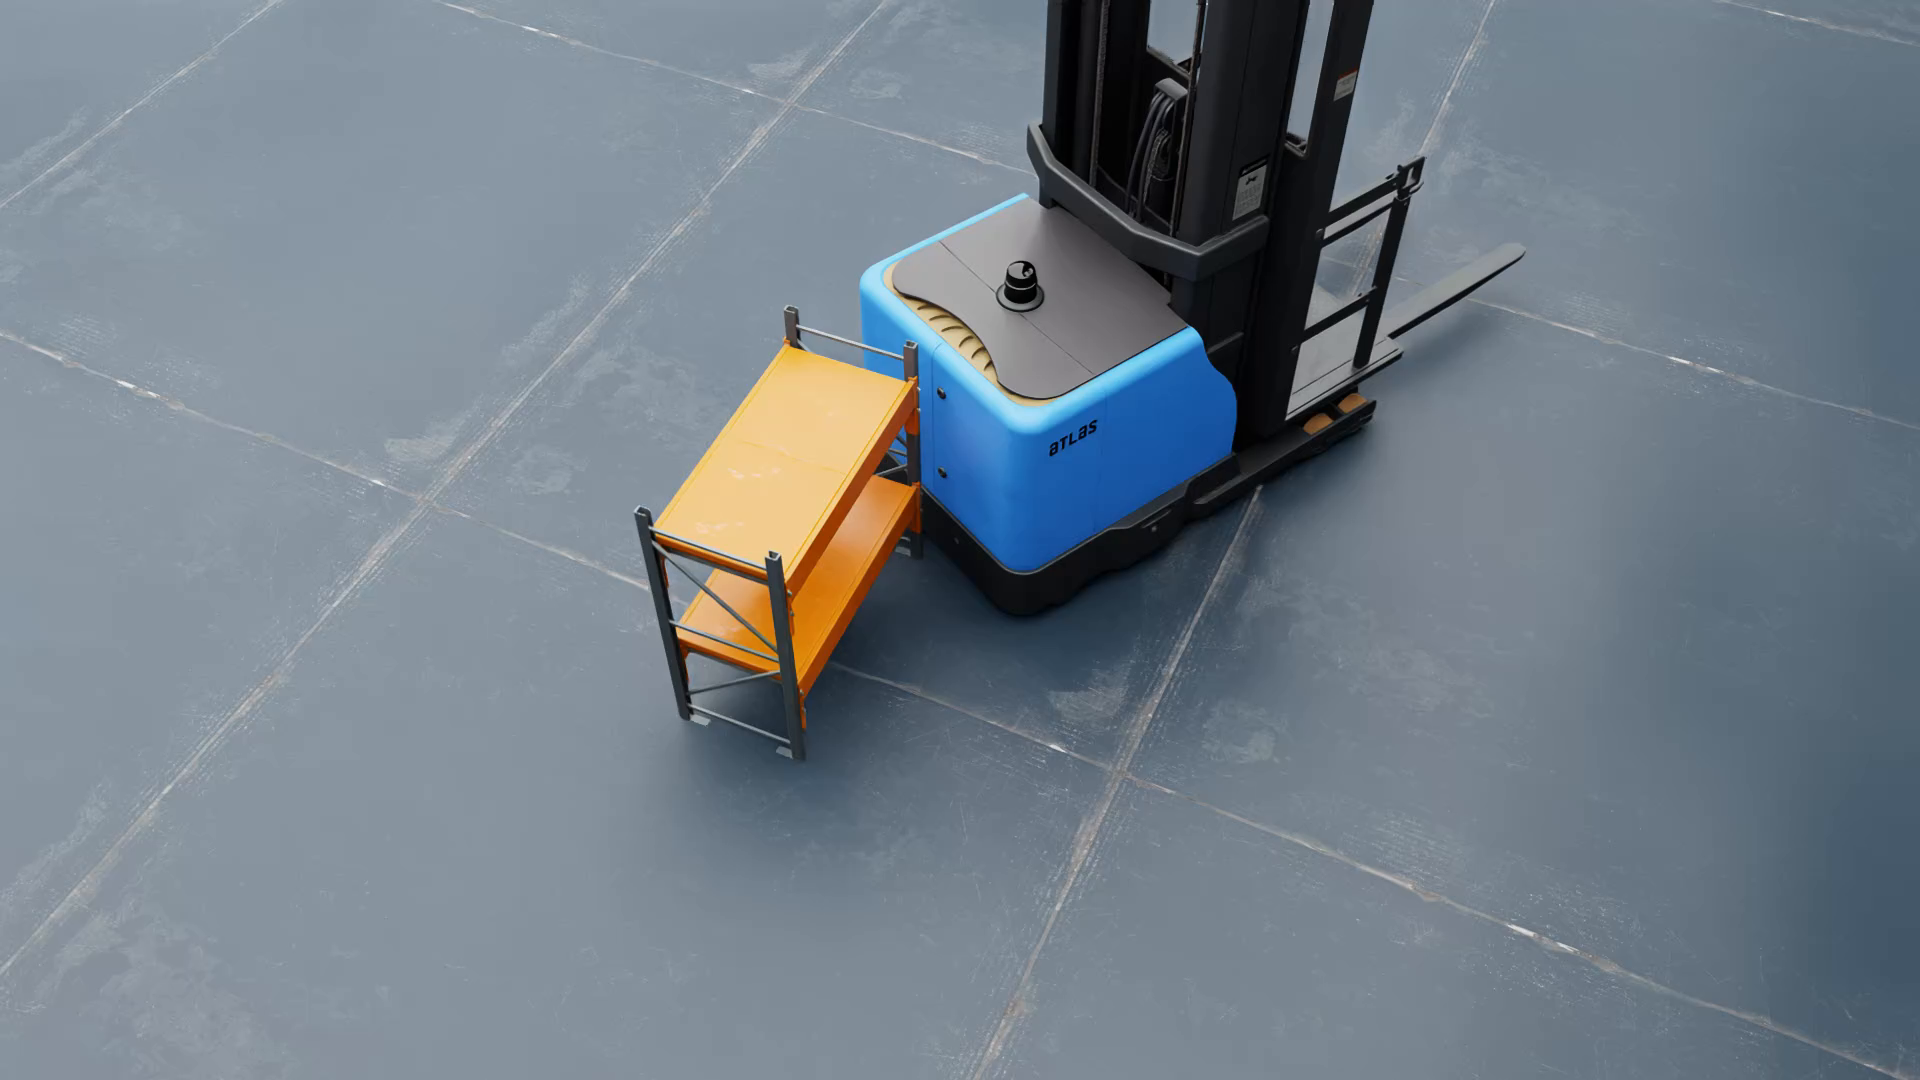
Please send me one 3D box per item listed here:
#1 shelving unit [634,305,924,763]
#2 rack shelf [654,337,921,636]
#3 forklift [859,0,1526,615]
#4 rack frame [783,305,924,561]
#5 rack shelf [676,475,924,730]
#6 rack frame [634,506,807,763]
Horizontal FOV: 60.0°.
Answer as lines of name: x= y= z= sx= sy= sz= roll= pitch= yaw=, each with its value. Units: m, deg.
shelving unit: x=-0.578 y=-0.014 z=5.838 sx=0.538 sy=1.125 sz=1.048 roll=18 pitch=52 yaw=15
rack shelf: x=-0.578 y=-0.204 z=5.615 sx=0.538 sy=0.278 sz=1.000 roll=18 pitch=52 yaw=15
forklift: x=1.104 y=-1.602 z=6.004 sx=3.031 sy=2.935 sz=1.130 roll=-30 pitch=56 yaw=-23
rack frame: x=-0.378 y=-0.370 z=6.141 sx=0.500 sy=1.125 sz=0.032 roll=18 pitch=52 yaw=15
rack shelf: x=-0.578 y=0.145 z=6.025 sx=0.538 sy=0.278 sz=1.000 roll=18 pitch=52 yaw=15
rack frame: x=-0.779 y=0.342 z=5.536 sx=0.500 sy=1.125 sz=0.032 roll=18 pitch=52 yaw=15
